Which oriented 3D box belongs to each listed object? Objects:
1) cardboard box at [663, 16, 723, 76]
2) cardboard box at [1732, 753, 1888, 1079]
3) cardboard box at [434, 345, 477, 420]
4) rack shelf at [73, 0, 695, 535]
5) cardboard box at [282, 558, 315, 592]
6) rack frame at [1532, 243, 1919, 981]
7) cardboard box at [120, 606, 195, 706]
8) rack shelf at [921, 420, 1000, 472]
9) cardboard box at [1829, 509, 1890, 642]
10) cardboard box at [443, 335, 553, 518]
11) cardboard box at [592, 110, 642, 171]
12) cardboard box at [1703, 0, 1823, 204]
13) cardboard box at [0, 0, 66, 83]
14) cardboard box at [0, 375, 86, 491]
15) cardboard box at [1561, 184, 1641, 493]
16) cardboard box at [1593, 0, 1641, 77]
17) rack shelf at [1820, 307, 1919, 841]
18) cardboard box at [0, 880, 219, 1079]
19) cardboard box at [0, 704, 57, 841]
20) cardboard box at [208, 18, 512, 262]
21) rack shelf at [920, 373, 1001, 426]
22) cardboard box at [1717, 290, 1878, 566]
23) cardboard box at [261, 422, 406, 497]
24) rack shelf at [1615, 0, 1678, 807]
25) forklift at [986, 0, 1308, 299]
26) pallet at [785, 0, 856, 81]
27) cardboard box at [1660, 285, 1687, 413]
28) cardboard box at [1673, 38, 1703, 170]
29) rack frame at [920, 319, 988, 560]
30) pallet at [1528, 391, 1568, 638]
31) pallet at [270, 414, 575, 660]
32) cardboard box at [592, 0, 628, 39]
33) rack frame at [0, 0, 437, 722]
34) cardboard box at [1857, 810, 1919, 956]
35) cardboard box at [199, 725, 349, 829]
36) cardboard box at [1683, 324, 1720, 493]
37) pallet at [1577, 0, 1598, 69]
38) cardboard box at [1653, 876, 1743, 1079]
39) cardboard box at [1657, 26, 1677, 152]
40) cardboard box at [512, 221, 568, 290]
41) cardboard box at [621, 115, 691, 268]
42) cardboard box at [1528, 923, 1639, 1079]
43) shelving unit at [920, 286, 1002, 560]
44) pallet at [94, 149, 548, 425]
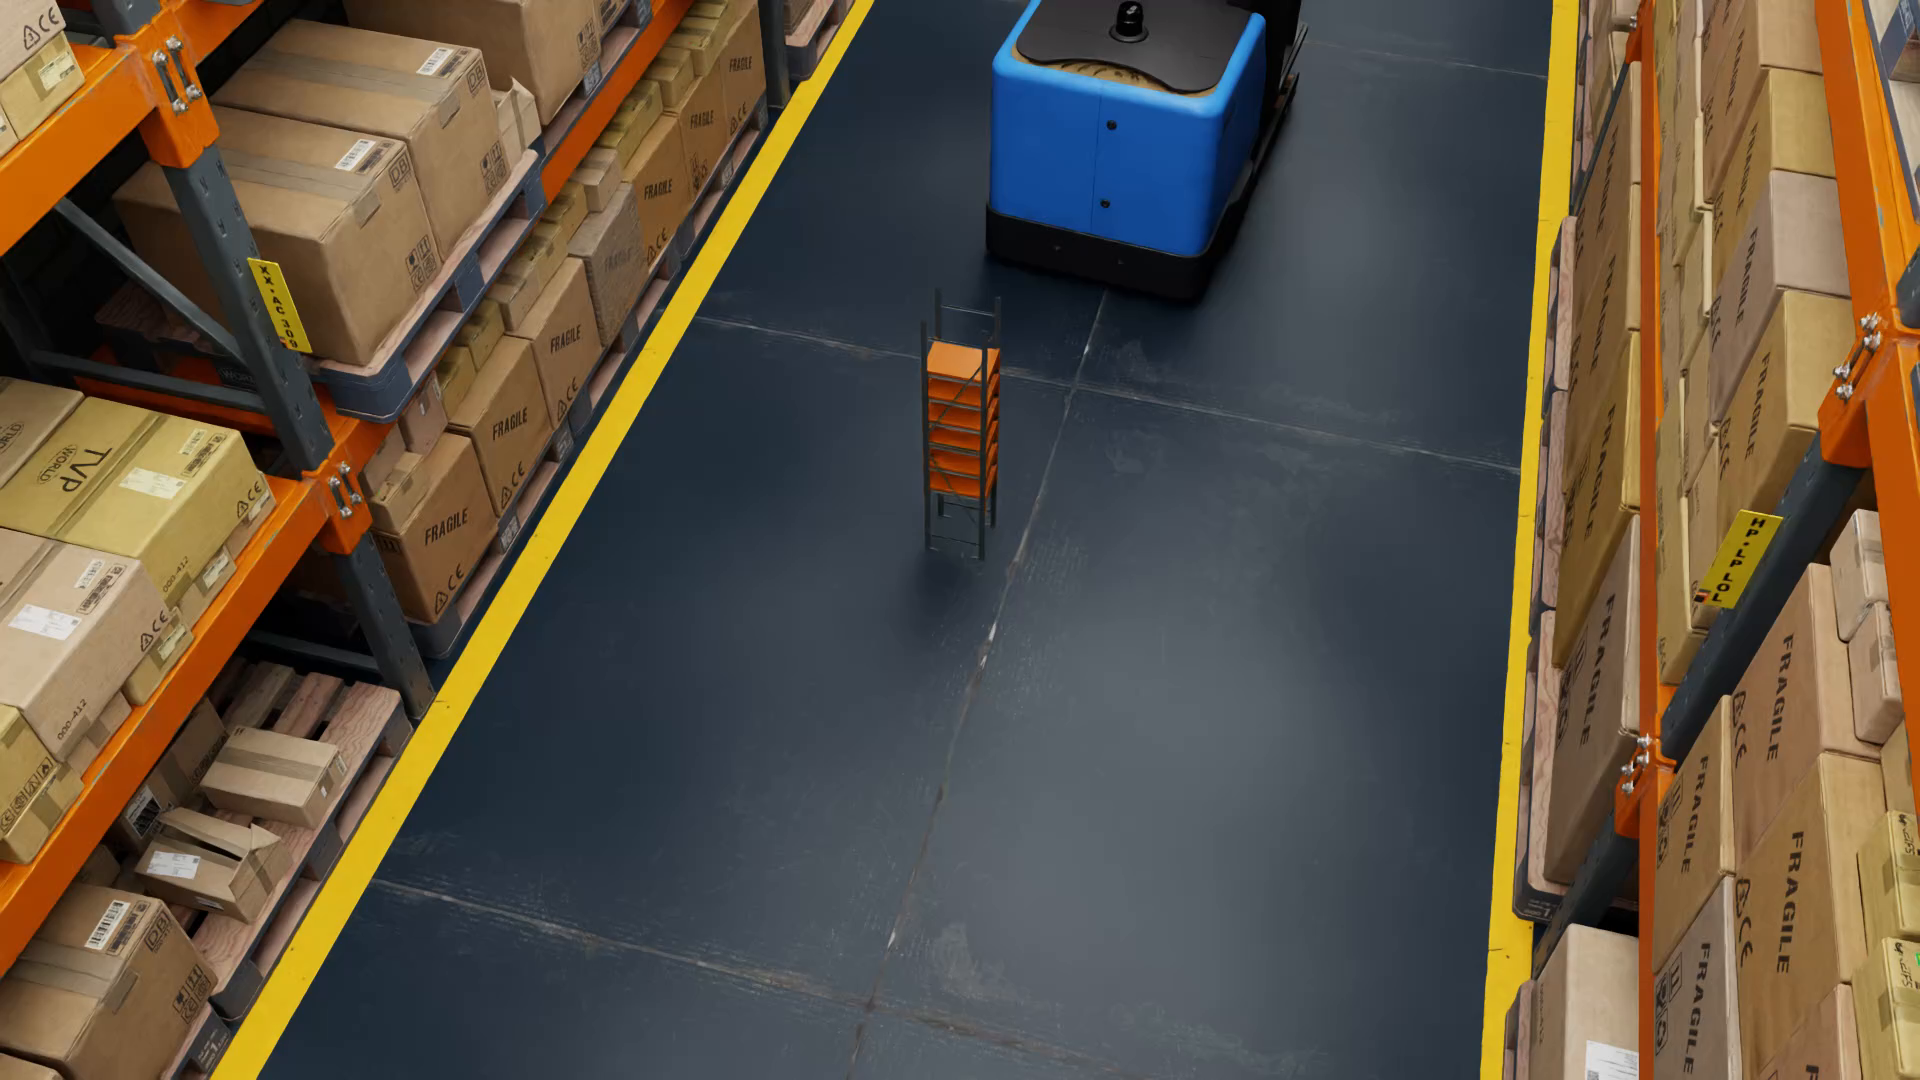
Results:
[{"bbox_3d":[-1.311,-2.280,7.635,0.380,0.149,0.250,9,49,8],"label":"cardboard box"},{"bbox_3d":[1.855,0.803,3.226,0.500,0.500,0.500,11,49,10],"label":"cardboard box"},{"bbox_3d":[-2.031,-0.608,6.159,0.380,0.149,0.250,9,49,8],"label":"cardboard box"},{"bbox_3d":[-1.910,-1.679,6.630,1.077,0.370,4.000,12,50,10],"label":"rack shelf"},{"bbox_3d":[-2.593,-0.196,6.228,0.500,0.500,0.500,11,50,10],"label":"cardboard box"},{"bbox_3d":[2.353,0.506,4.221,1.000,3.000,0.127,12,50,10],"label":"rack frame"},{"bbox_3d":[-2.369,0.278,4.590,0.380,0.149,0.250,13,50,11],"label":"cardboard box"},{"bbox_3d":[0.004,-0.378,6.262,0.258,0.103,0.180,12,50,10],"label":"rack shelf"},{"bbox_3d":[2.020,0.105,3.410,0.380,0.149,0.250,11,49,9],"label":"cardboard box"},{"bbox_3d":[-1.961,-0.475,6.475,0.500,0.500,0.500,11,49,10],"label":"cardboard box"},{"bbox_3d":[-1.602,-1.735,7.154,0.380,0.149,0.250,11,49,9],"label":"cardboard box"},{"bbox_3d":[2.632,-1.346,5.123,0.500,0.500,0.500,12,50,11],"label":"cardboard box"},{"bbox_3d":[-2.322,-1.114,3.552,0.500,0.250,0.500,12,50,10],"label":"cardboard box"},{"bbox_3d":[-2.827,-0.214,4.759,0.500,0.250,0.500,11,50,10],"label":"cardboard box"},{"bbox_3d":[2.905,-0.695,6.419,0.875,0.875,0.875,12,50,10],"label":"cardboard box"},{"bbox_3d":[3.751,-2.599,8.434,0.950,0.372,0.625,11,49,9],"label":"cardboard box"},{"bbox_3d":[1.827,1.198,2.090,1.077,0.370,4.000,12,50,10],"label":"rack shelf"},{"bbox_3d":[-2.701,1.326,4.885,0.700,0.500,0.500,10,49,9],"label":"cardboard box"},{"bbox_3d":[-2.597,0.620,4.022,0.500,0.250,0.500,11,50,10],"label":"cardboard box"},{"bbox_3d":[-1.957,-1.323,5.489,0.700,0.500,0.500,12,50,10],"label":"cardboard box"},{"bbox_3d":[0.004,-0.537,6.082,0.258,0.103,0.180,12,50,10],"label":"rack shelf"},{"bbox_3d":[2.229,-0.230,4.138,0.500,0.500,0.500,13,50,11],"label":"cardboard box"},{"bbox_3d":[-2.144,-0.314,5.702,0.380,0.149,0.250,11,49,9],"label":"cardboard box"},{"bbox_3d":[2.880,-0.702,5.768,1.077,0.370,4.000,12,50,10],"label":"rack shelf"},{"bbox_3d":[1.115,-3.191,7.530,1.130,2.935,3.031,16,50,13],"label":"forklift"},{"bbox_3d":[-1.129,-3.029,9.201,1.003,0.211,1.213,12,50,10],"label":"pallet"},{"bbox_3d":[2.514,-0.548,5.252,0.500,0.250,0.500,10,49,9],"label":"cardboard box"},{"bbox_3d":[2.754,-1.453,5.718,0.500,0.250,0.500,11,50,10],"label":"cardboard box"},{"bbox_3d":[-0.020,-0.341,6.170,0.240,1.200,0.006,12,50,10],"label":"rack frame"},{"bbox_3d":[2.803,-0.029,6.554,1.003,0.211,1.213,12,50,10],"label":"pallet"},{"bbox_3d":[-2.259,-0.144,6.655,1.003,0.211,1.213,12,50,10],"label":"pallet"},{"bbox_3d":[-1.635,-2.320,6.367,0.797,0.503,0.637,11,49,9],"label":"cardboard box"},{"bbox_3d":[-2.436,-0.471,5.084,1.000,3.000,0.127,12,50,10],"label":"rack frame"},{"bbox_3d":[1.817,0.654,2.925,0.380,0.149,0.250,11,50,10],"label":"cardboard box"},{"bbox_3d":[-2.300,0.795,5.588,0.380,0.149,0.250,10,49,9],"label":"cardboard box"},{"bbox_3d":[2.359,-0.339,4.734,0.500,0.250,0.500,13,50,11],"label":"cardboard box"},{"bbox_3d":[3.936,-2.909,9.095,1.003,0.211,1.213,12,50,10],"label":"pallet"},{"bbox_3d":[1.841,1.124,3.609,0.500,0.500,0.500,12,50,10],"label":"cardboard box"},{"bbox_3d":[2.916,-1.658,6.232,0.500,0.250,0.500,10,49,9],"label":"cardboard box"},{"bbox_3d":[-1.802,-1.161,6.647,0.380,0.149,0.250,13,50,11],"label":"cardboard box"},{"bbox_3d":[-1.565,-1.588,7.457,0.500,0.500,0.500,14,50,12],"label":"cardboard box"},{"bbox_3d":[2.084,1.648,4.642,0.875,0.438,0.875,11,49,9],"label":"cardboard box"},{"bbox_3d":[0.004,-0.407,6.228,0.258,1.200,0.189,12,50,10],"label":"shelving unit"},{"bbox_3d":[-2.121,-0.964,5.647,1.003,0.211,1.213,12,50,10],"label":"pallet"}]
